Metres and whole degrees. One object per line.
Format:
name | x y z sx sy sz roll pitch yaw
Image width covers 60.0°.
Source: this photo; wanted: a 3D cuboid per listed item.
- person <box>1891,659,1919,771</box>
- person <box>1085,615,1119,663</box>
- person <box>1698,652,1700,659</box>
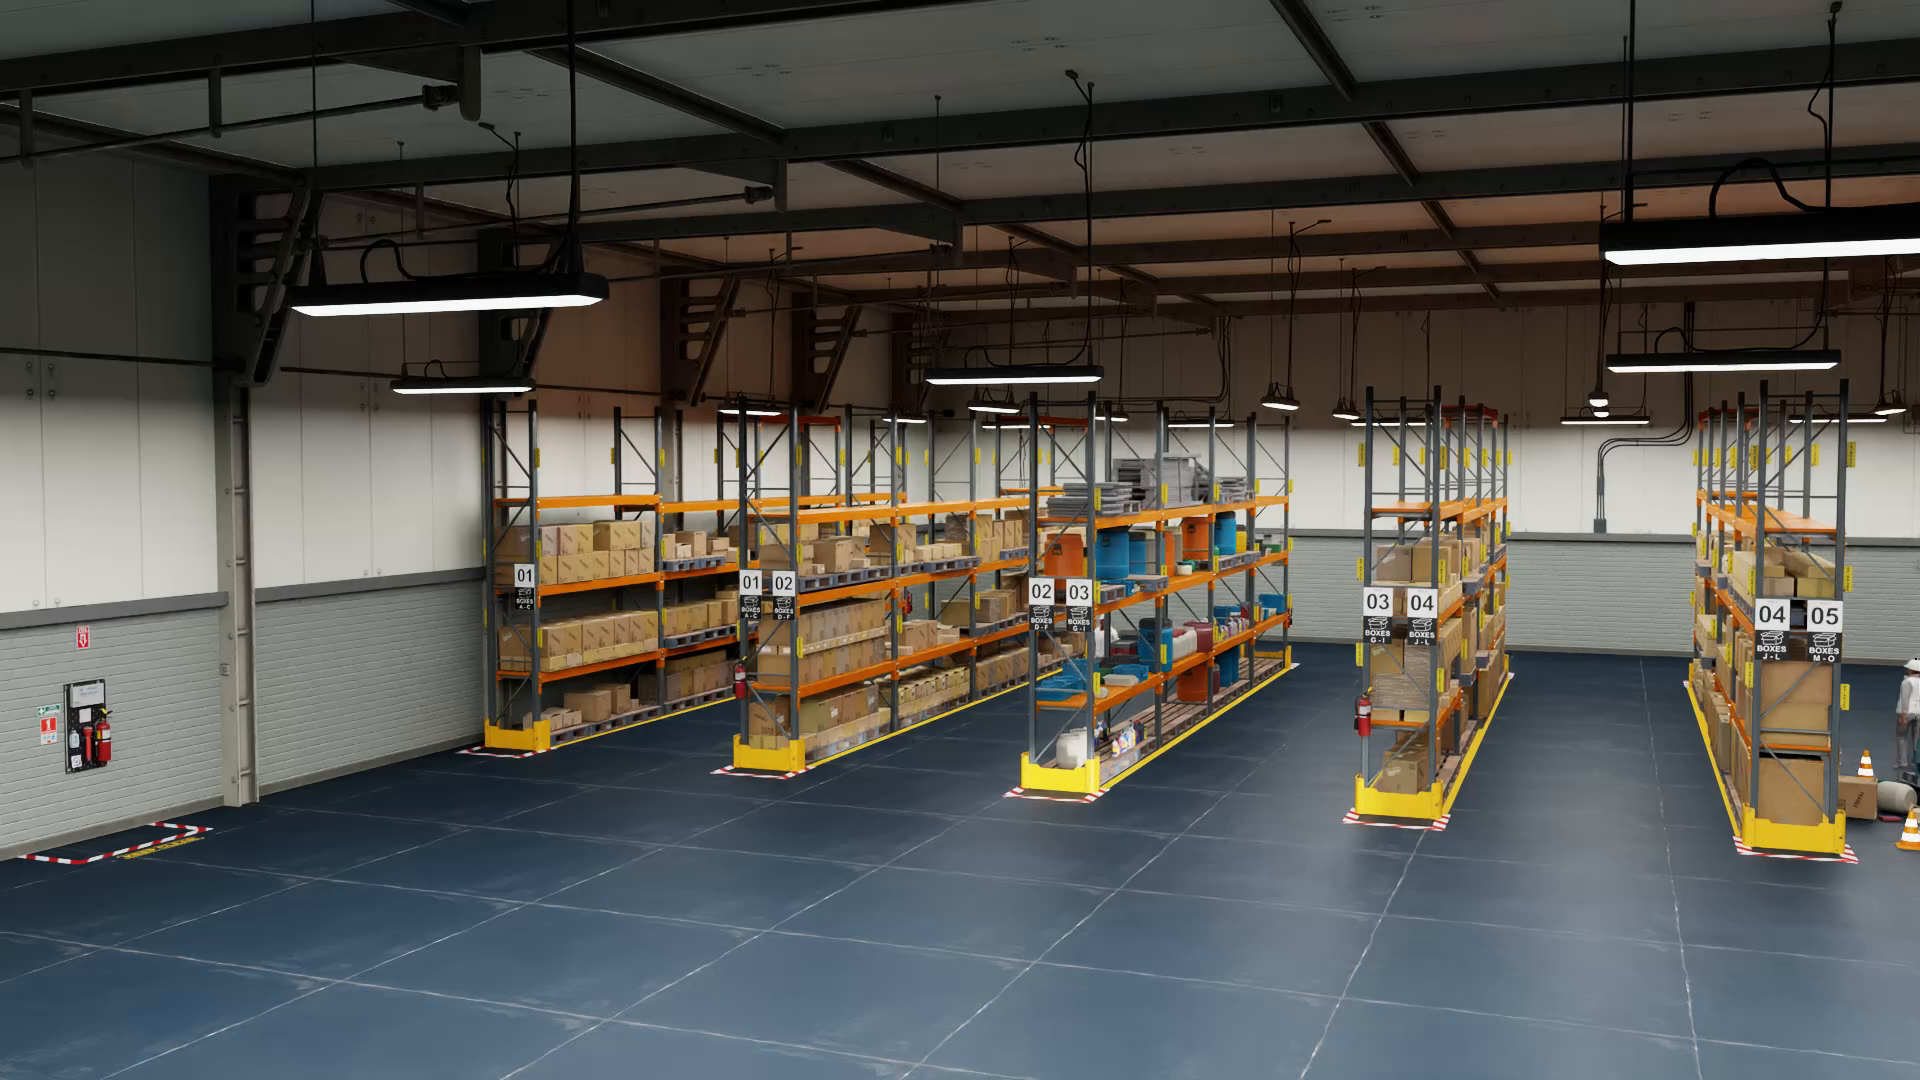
person | 15.288 2.830 26.631 0.513 1.821 0.613 1 3 15
person | 2.981 2.382 34.808 0.660 1.648 1.073 1 3 24
person | 17.875 2.192 39.609 0.954 1.686 0.539 0 3 8
